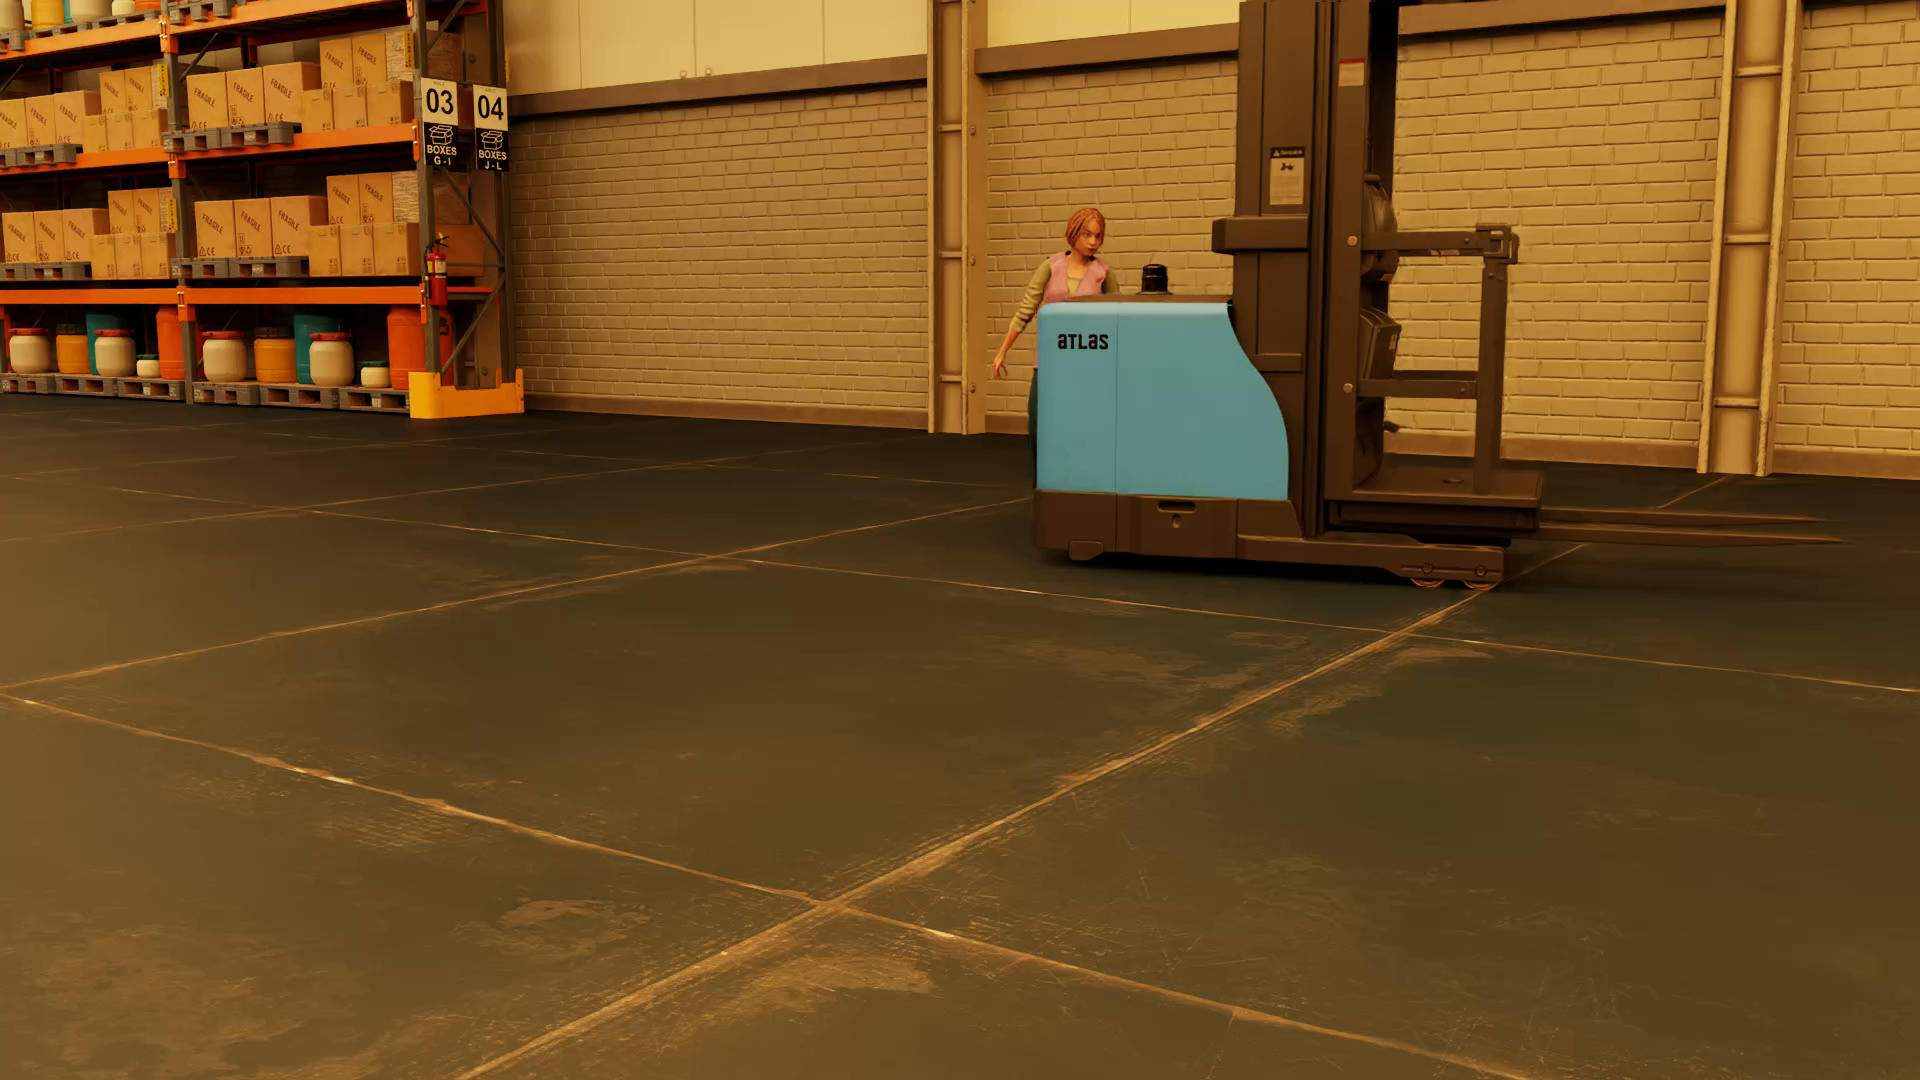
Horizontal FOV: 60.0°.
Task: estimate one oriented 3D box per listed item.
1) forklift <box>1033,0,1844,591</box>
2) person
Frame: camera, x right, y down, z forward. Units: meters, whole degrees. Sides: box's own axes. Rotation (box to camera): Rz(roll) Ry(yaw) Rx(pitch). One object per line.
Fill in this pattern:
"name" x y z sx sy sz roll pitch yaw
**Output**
"forklift" 1.876 -1.343 6.640 3.031 2.935 1.130 3 9 20
"person" 0.531 -0.832 8.156 0.747 1.548 0.440 1 8 10
